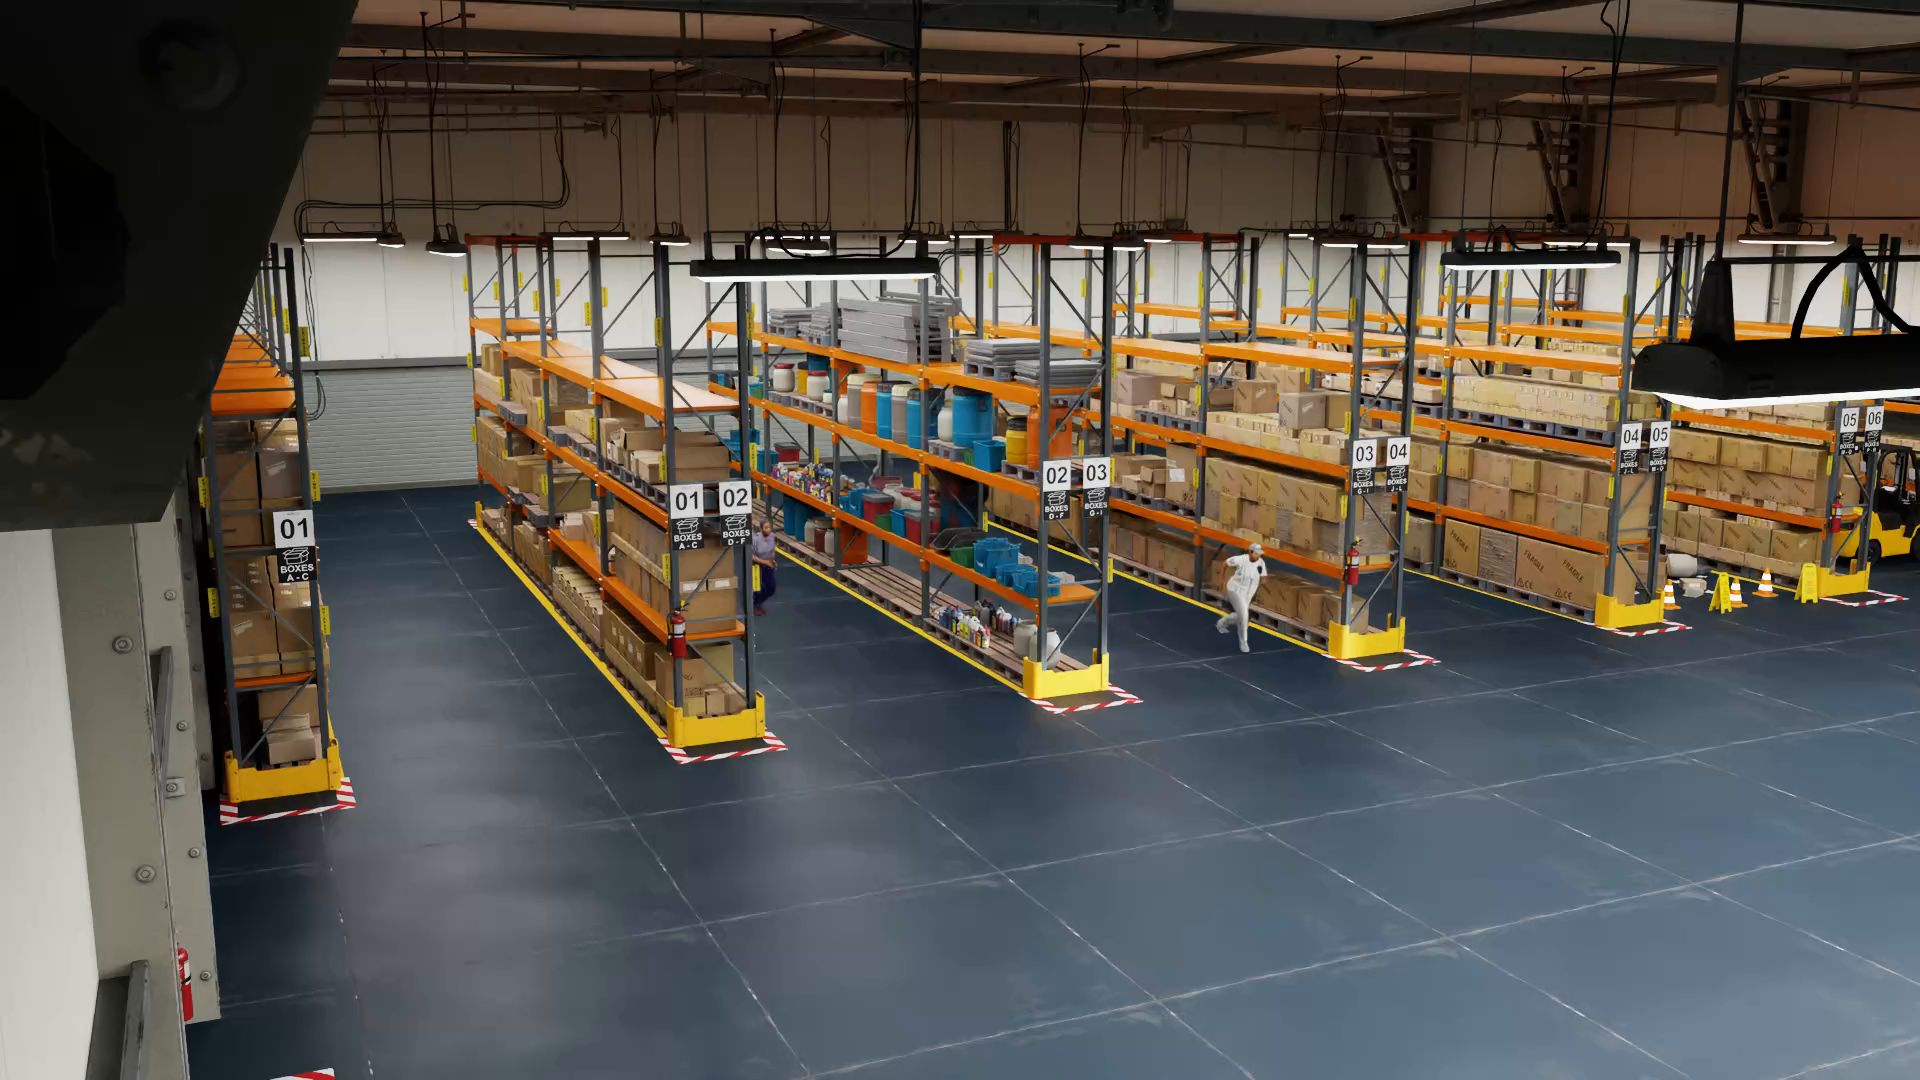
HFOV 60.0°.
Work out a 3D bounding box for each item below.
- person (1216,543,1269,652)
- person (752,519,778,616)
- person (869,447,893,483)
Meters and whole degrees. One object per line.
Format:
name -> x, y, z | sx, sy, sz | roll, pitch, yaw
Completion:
person -> 4.133, 0.770, 24.346 | 0.607, 1.560, 1.001 | -5, 12, -26
person -> -3.040, 0.480, 25.447 | 0.707, 1.478, 0.593 | 10, 15, 42
person -> -1.847, -2.103, 39.779 | 0.647, 1.576, 0.493 | 2, 11, 9
